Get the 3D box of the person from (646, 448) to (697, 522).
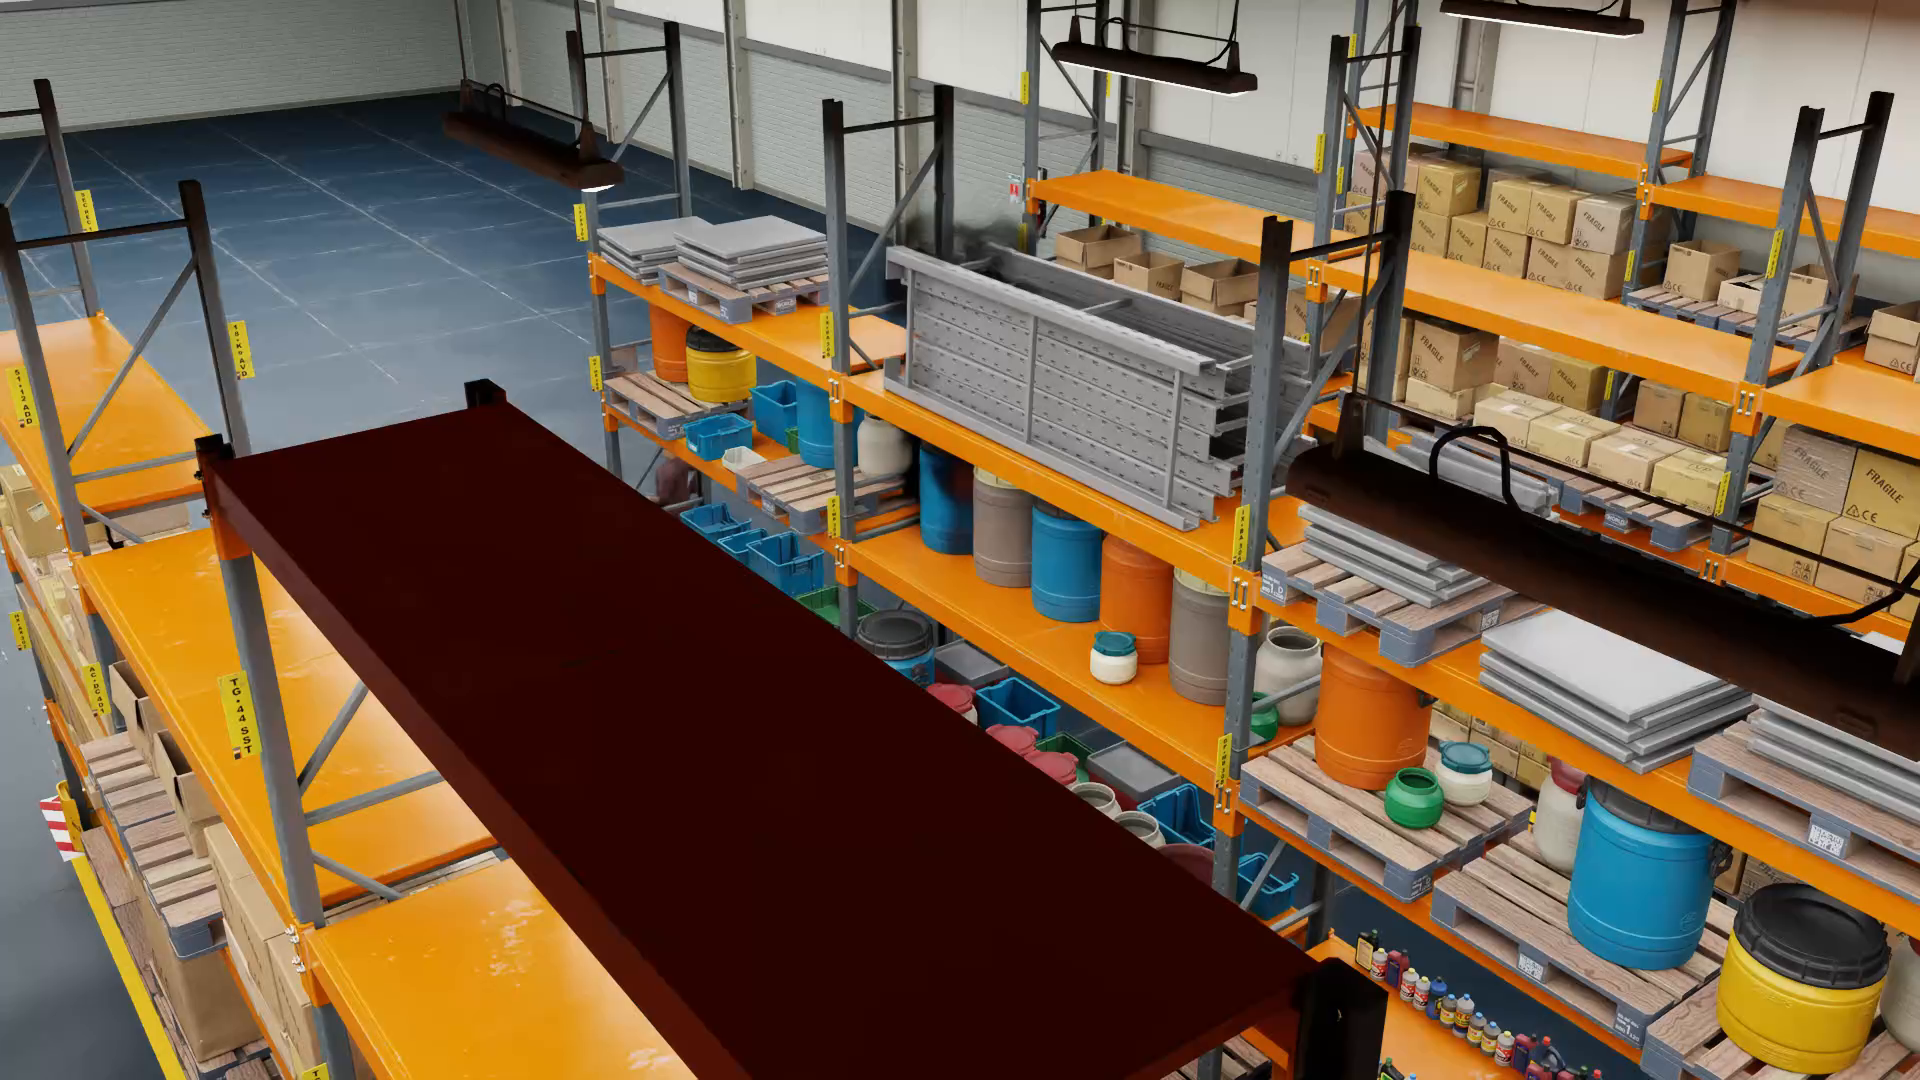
[{"bbox_3d":[-3.023,-0.299,17.586,0.836,1.758,0.753,8,26,16],"label":"person"}]
